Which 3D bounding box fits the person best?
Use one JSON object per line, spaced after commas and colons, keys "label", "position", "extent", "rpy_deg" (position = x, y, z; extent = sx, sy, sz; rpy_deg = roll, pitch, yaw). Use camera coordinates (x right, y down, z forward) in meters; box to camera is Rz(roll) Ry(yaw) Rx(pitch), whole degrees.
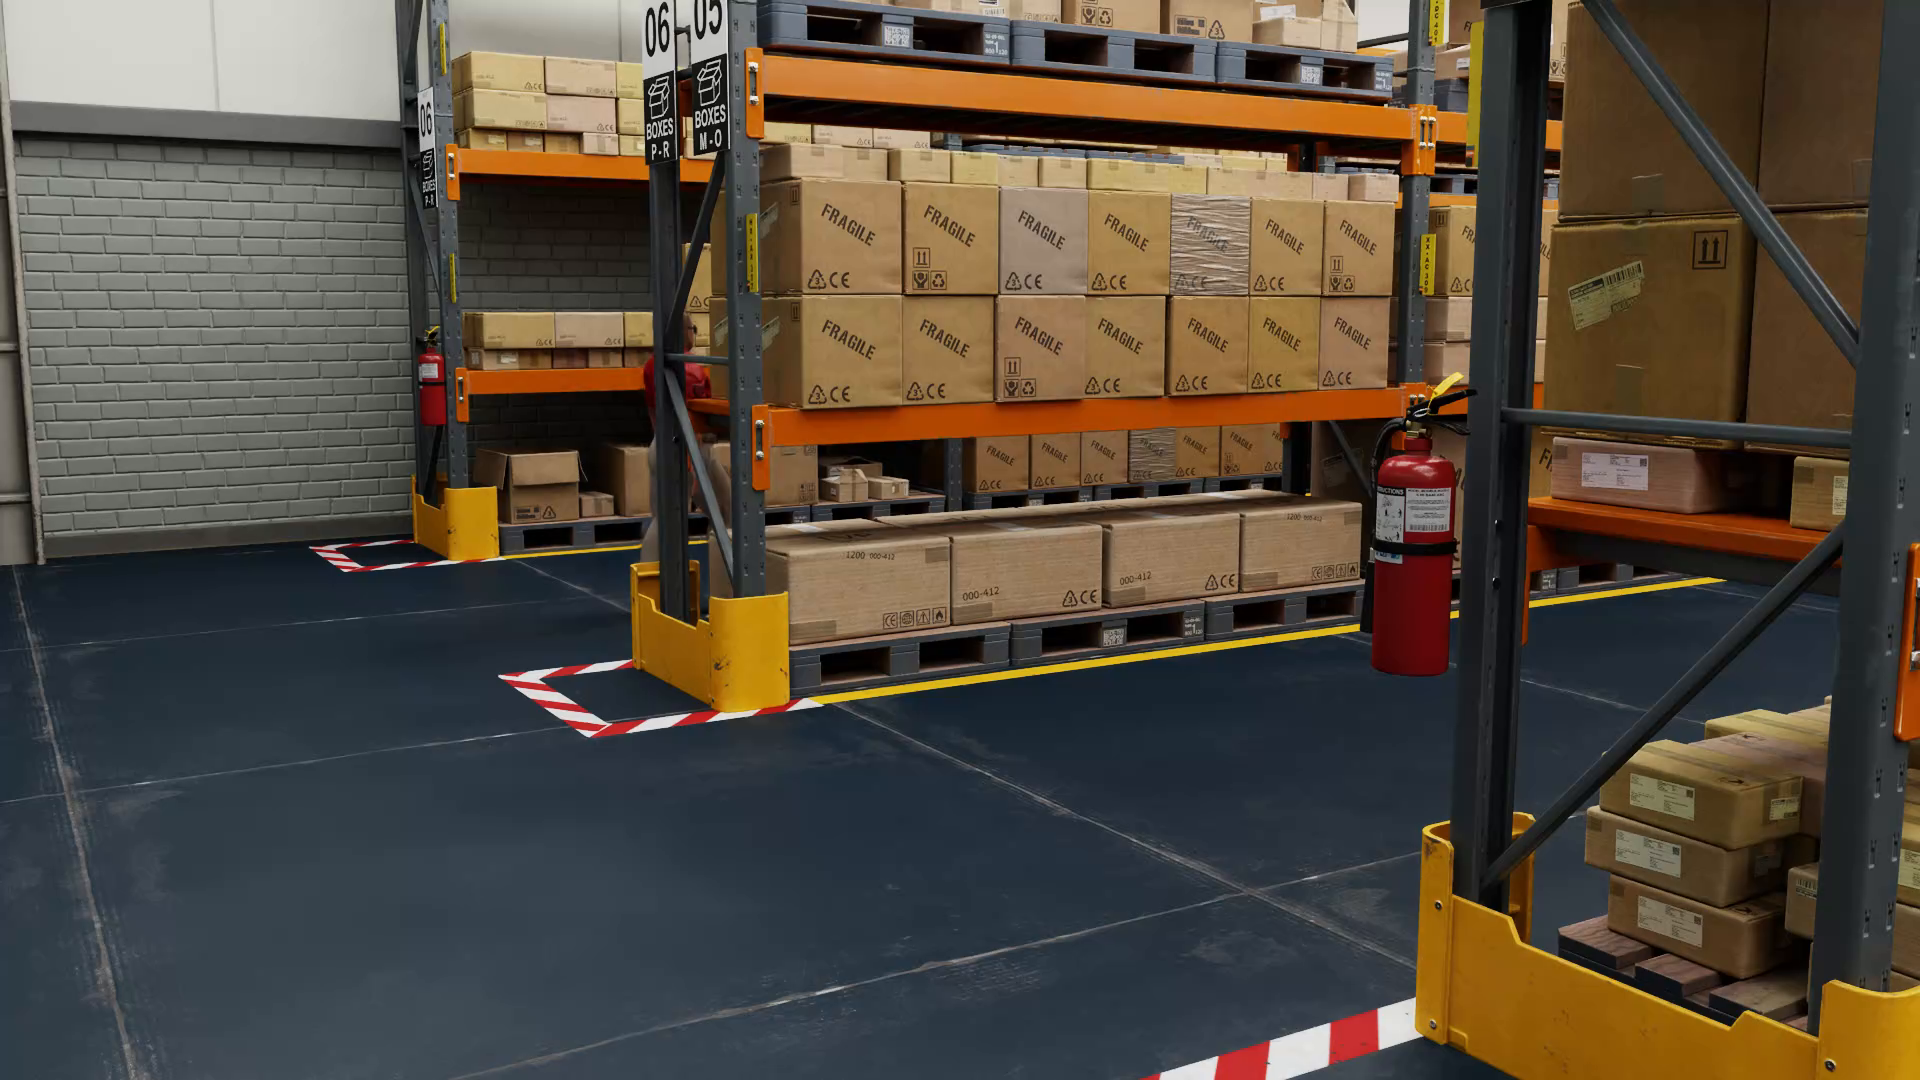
{"label": "person", "position": [-1.509, -0.459, 9.616], "extent": [0.604, 1.734, 0.779], "rpy_deg": [8, 11, 43]}
